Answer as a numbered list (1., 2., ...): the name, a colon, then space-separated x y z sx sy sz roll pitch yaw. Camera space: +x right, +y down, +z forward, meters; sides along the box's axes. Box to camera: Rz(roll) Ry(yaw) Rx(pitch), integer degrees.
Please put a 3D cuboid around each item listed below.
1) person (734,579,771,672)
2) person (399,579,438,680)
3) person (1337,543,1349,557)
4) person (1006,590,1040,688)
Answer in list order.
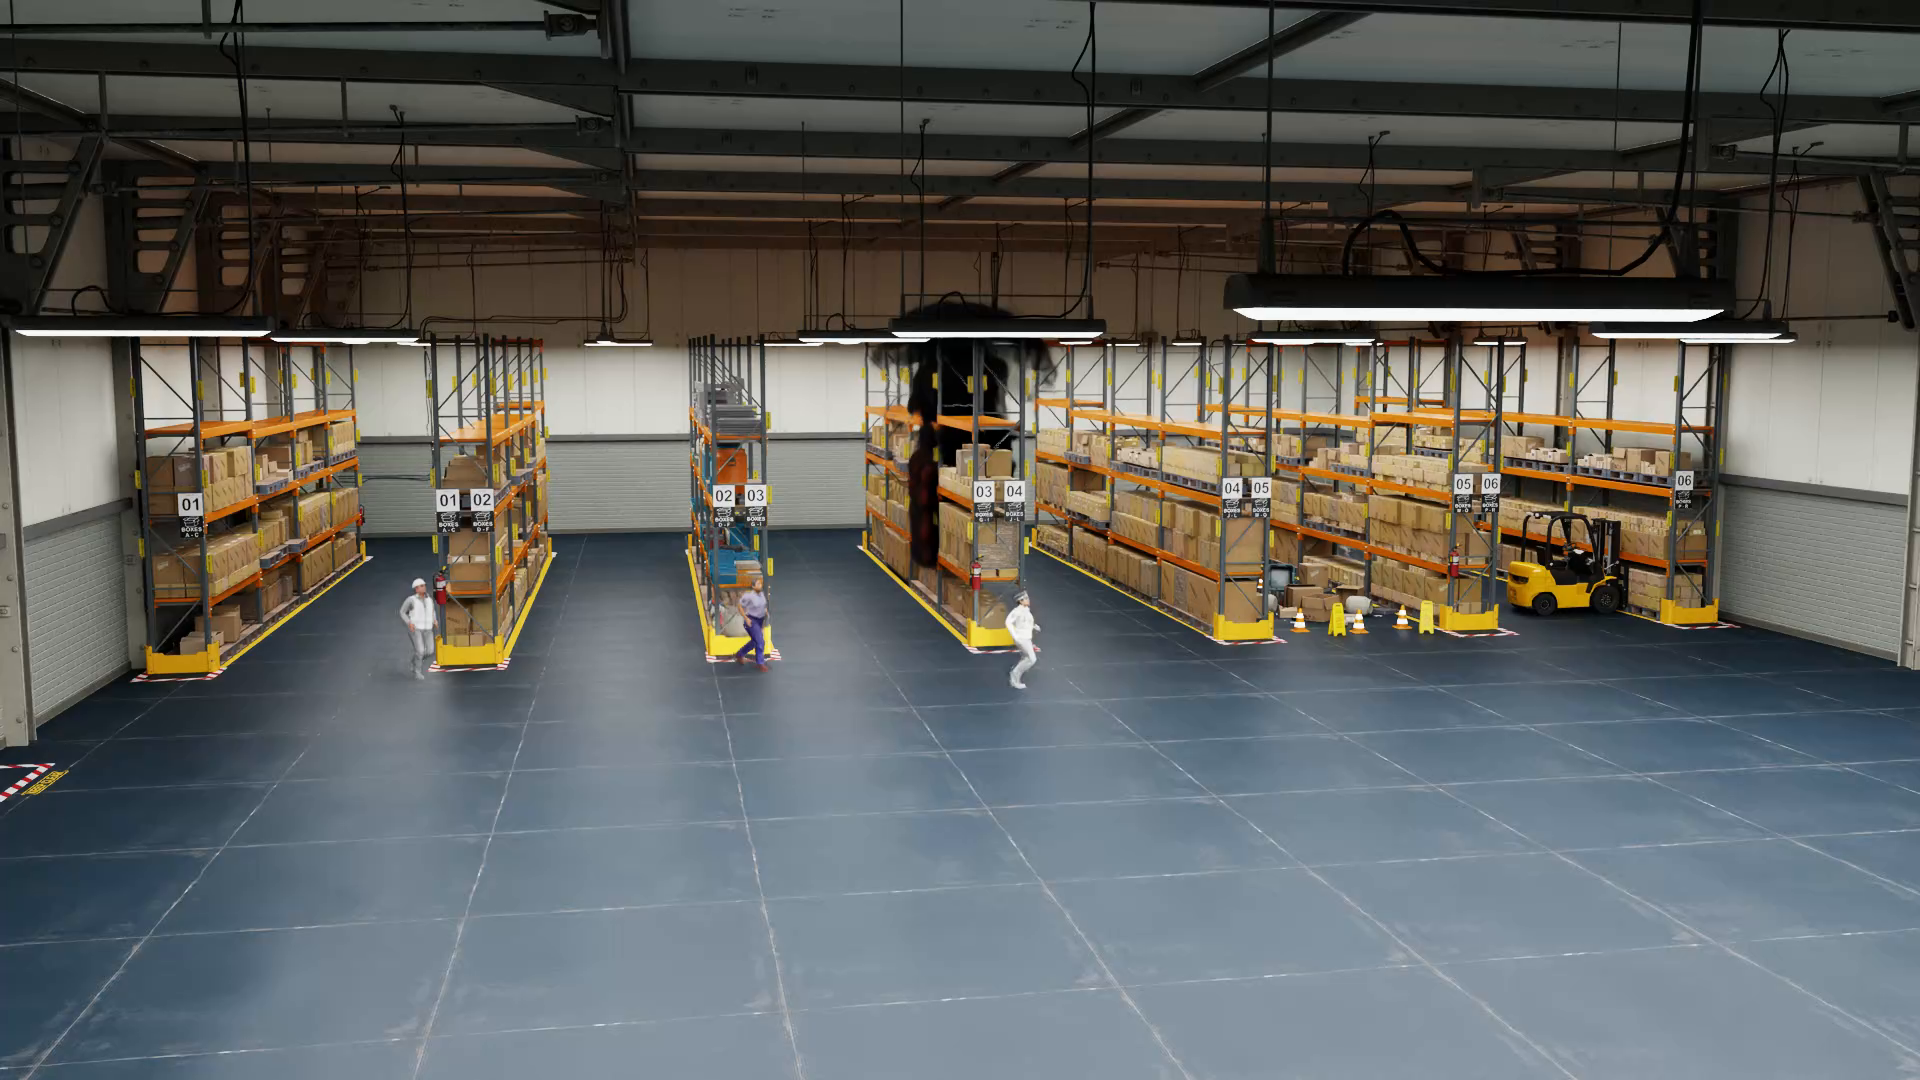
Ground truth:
1. person: -3.695 1.500 29.751 0.835 1.647 0.603 3 7 27
2. person: -9.428 1.551 29.091 0.522 1.732 0.699 6 9 41
3. person: 10.108 -0.215 44.444 0.652 1.729 0.631 -2 7 -14
4. person: 1.082 1.676 28.064 0.532 1.659 0.667 3 7 24
